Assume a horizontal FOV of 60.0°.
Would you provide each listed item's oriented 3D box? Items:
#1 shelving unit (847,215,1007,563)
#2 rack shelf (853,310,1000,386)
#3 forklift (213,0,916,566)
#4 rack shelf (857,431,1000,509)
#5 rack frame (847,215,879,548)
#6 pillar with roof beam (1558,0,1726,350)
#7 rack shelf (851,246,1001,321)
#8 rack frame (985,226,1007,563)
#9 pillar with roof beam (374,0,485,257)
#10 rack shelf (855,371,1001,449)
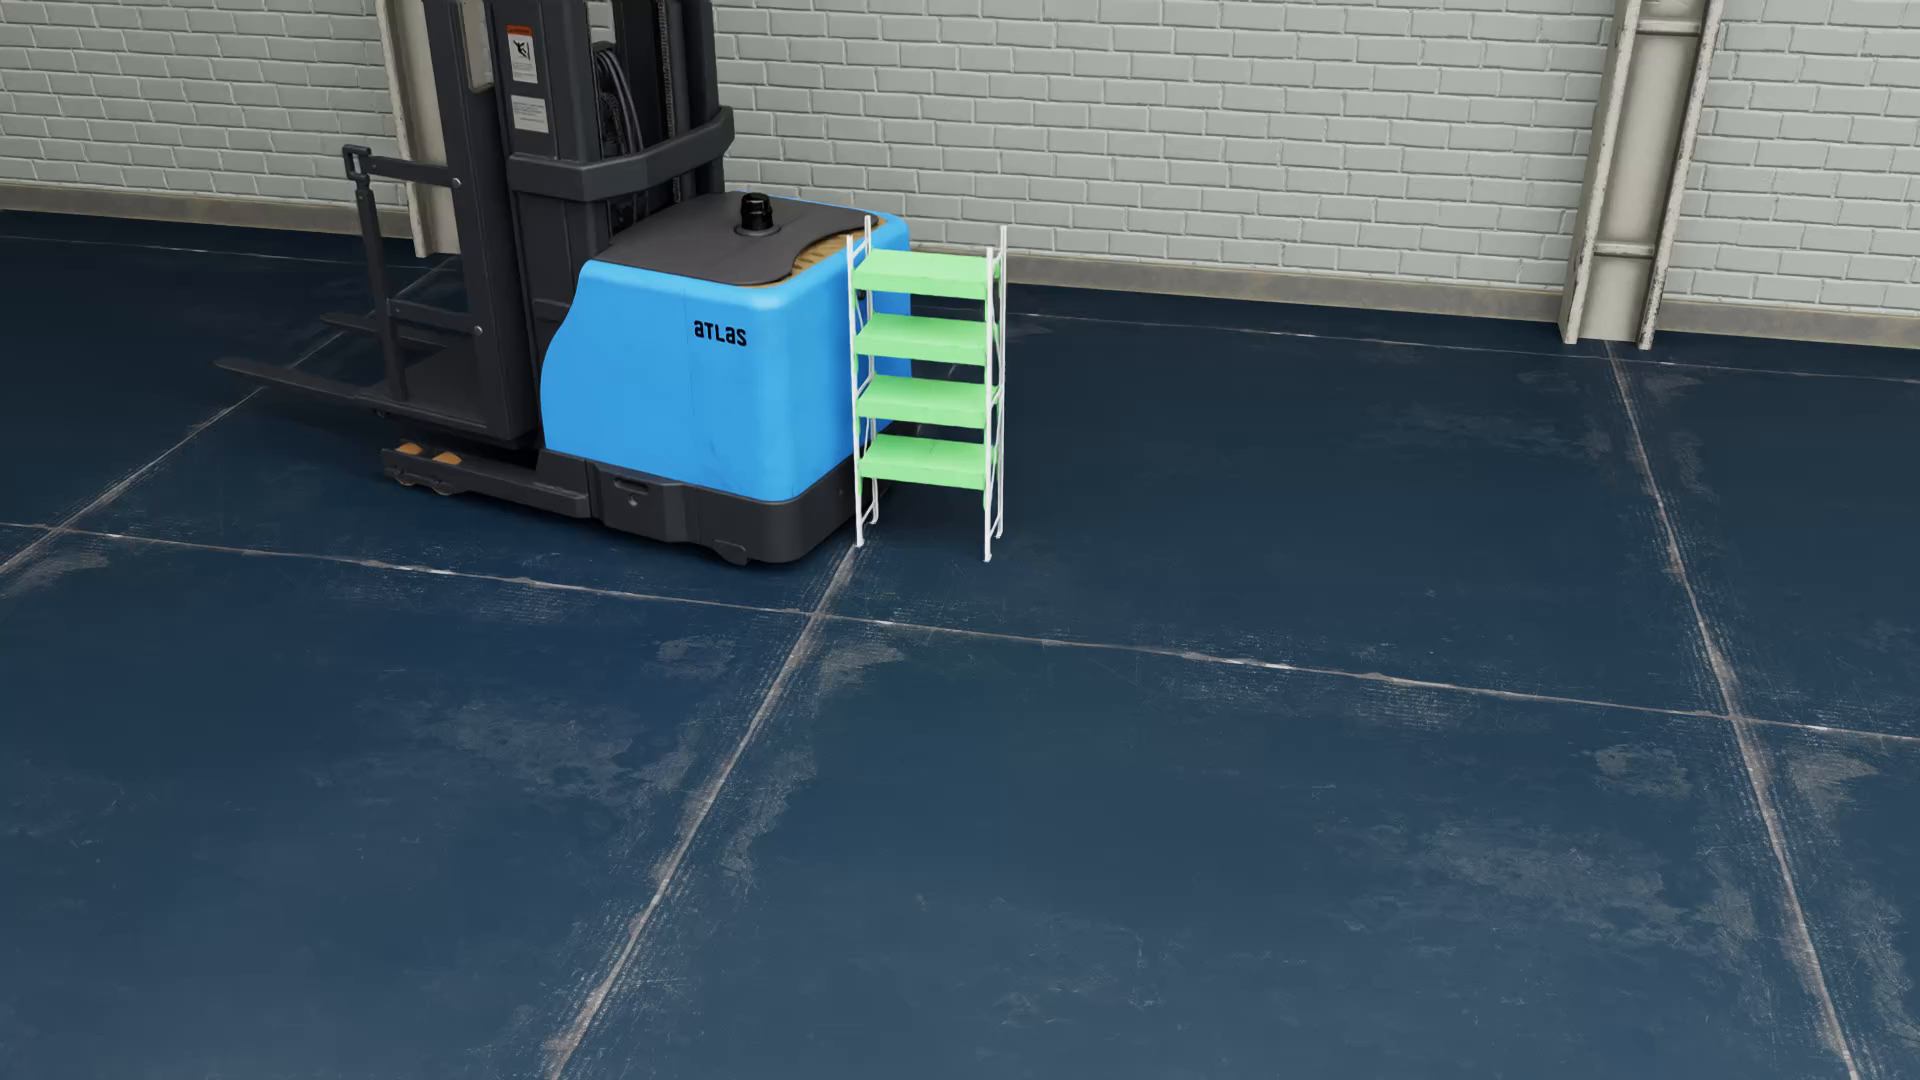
[{"bbox_3d":[-0.112,-0.528,5.964,0.503,1.200,0.258,7,29,12],"label":"shelving unit"},{"bbox_3d":[-0.112,-0.682,5.880,0.480,0.148,0.258,7,29,12],"label":"rack shelf"},{"bbox_3d":[-1.727,-1.672,6.252,3.031,2.935,1.130,13,31,23],"label":"forklift"},{"bbox_3d":[-0.112,-0.261,6.110,0.480,0.148,0.258,7,29,12],"label":"rack shelf"},{"bbox_3d":[-0.349,-0.555,6.014,0.015,1.200,0.240,7,29,12],"label":"rack frame"},{"bbox_3d":[2.223,-2.922,2.216,0.400,9.000,9.100,6,29,11],"label":"pillar with roof beam"},{"bbox_3d":[-0.112,-0.893,5.764,0.480,0.148,0.258,7,29,12],"label":"rack shelf"},{"bbox_3d":[0.126,-0.500,5.915,0.015,1.200,0.240,7,29,12],"label":"rack frame"},{"bbox_3d":[-3.645,-3.524,3.315,0.400,9.000,9.100,6,29,11],"label":"pillar with roof beam"},{"bbox_3d":[-0.112,-0.472,5.995,0.480,0.148,0.258,7,29,12],"label":"rack shelf"}]
